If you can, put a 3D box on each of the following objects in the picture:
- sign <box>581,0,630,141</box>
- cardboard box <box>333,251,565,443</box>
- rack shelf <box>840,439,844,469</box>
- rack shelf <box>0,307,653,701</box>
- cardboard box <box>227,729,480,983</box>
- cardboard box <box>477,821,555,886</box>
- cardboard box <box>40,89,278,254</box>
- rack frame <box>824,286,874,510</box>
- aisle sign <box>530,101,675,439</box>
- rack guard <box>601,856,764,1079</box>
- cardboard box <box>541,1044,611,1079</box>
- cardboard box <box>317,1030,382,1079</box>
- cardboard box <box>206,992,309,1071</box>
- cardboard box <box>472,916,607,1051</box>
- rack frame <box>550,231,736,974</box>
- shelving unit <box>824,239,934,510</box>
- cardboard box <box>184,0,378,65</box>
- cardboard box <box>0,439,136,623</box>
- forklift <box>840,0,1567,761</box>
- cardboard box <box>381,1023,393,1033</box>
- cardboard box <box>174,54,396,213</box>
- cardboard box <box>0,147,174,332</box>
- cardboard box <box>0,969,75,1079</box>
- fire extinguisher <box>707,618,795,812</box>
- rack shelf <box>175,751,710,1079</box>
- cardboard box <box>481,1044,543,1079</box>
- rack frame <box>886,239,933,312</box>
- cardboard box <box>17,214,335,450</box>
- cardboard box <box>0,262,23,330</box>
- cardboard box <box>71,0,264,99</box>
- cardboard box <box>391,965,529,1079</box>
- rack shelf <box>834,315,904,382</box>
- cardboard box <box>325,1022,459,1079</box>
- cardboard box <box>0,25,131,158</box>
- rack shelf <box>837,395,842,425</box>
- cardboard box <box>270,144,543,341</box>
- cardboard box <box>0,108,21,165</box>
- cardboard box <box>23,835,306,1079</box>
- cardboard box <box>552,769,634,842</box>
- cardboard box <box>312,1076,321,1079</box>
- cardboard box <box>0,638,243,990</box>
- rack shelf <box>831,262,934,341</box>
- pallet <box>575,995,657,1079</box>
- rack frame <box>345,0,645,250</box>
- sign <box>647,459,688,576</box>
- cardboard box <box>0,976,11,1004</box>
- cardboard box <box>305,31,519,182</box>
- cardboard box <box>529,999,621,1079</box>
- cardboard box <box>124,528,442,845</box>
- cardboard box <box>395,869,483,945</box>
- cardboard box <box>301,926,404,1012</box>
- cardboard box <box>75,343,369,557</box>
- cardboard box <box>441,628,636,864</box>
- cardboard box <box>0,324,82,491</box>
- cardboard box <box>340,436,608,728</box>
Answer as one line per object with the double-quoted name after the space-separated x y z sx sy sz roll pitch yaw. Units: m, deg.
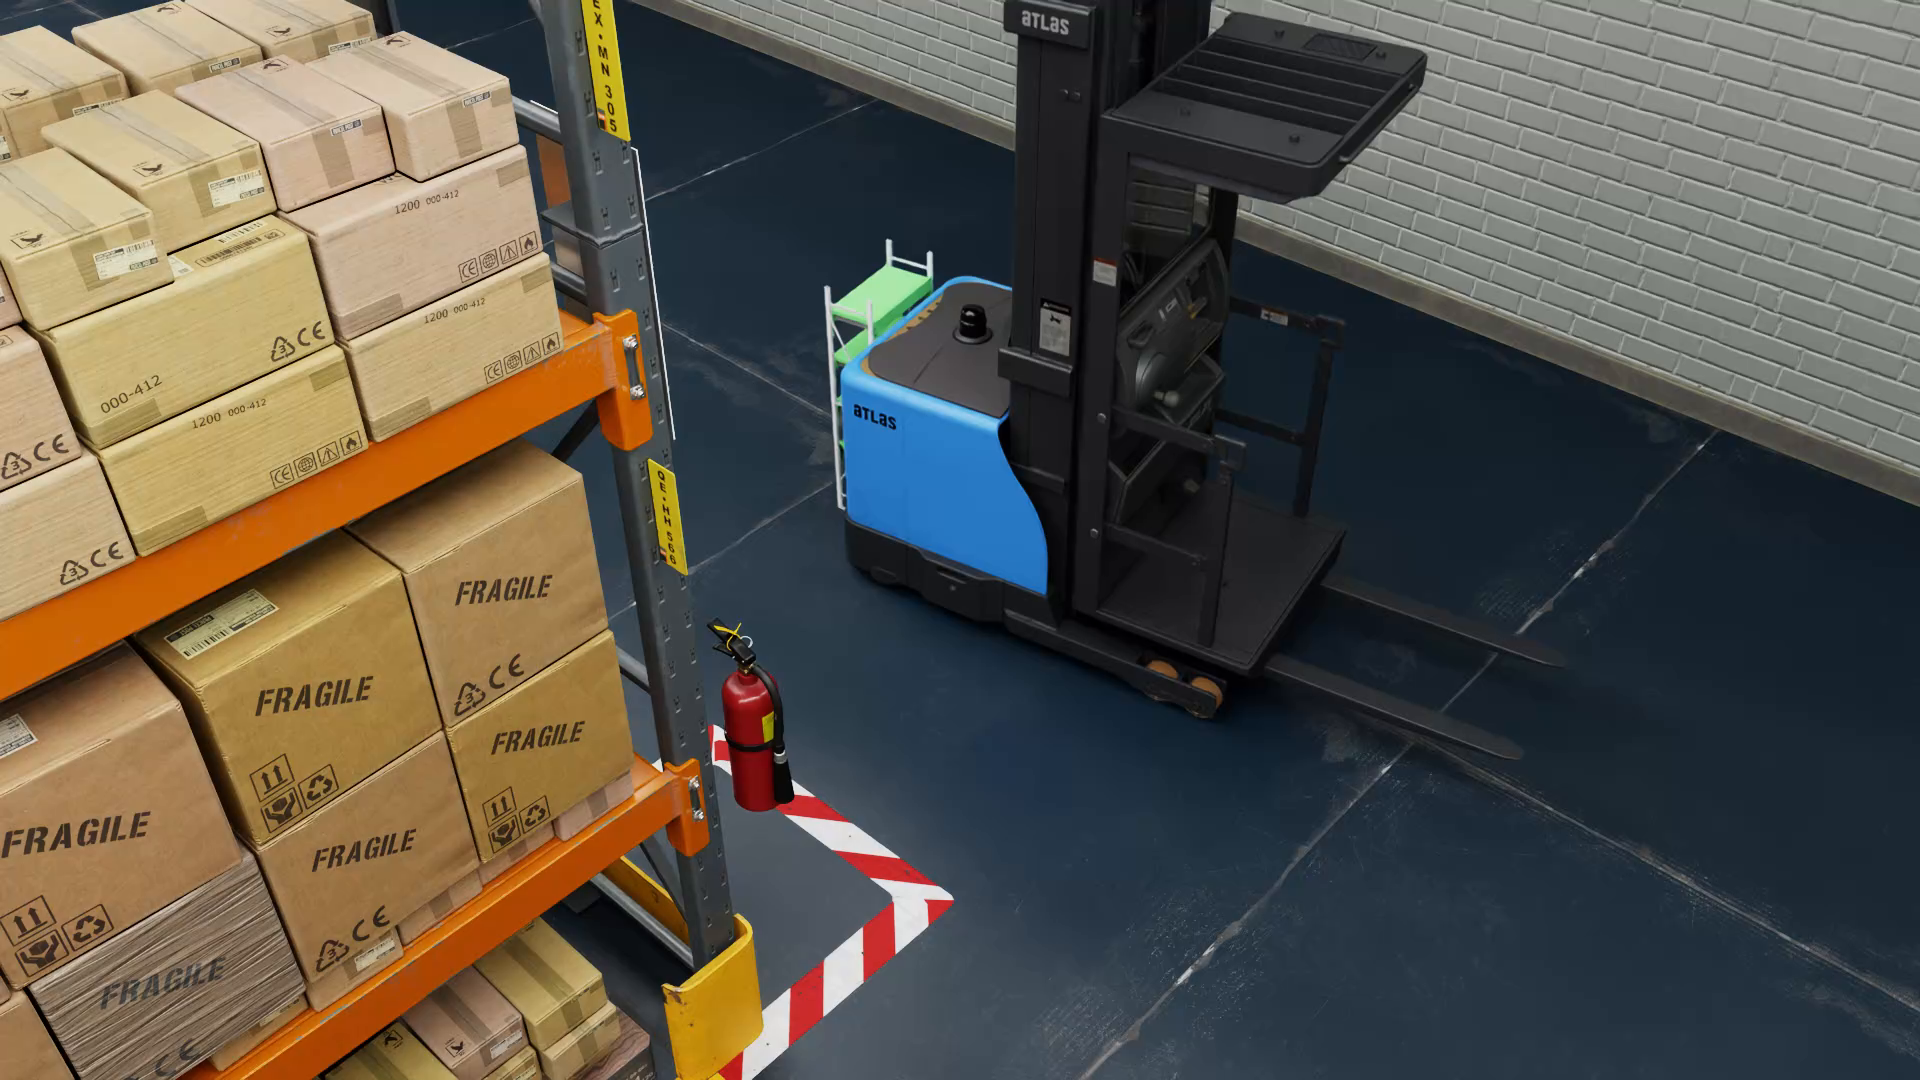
-0.742 -0.998 3.474 0.100 0.325 0.005 30 47 32 "sign"
-1.249 -0.515 3.699 0.500 0.250 0.500 29 47 31 "cardboard box"
-0.350 -0.482 7.879 0.258 0.148 0.480 20 43 24 "rack shelf"
-2.487 0.306 3.123 1.077 0.370 4.000 30 47 32 "rack shelf"
-1.602 0.673 4.174 0.500 0.500 0.500 29 47 31 "cardboard box"
-1.345 0.745 4.605 0.380 0.149 0.250 30 47 32 "cardboard box"
-1.556 -0.721 3.235 0.380 0.149 0.250 28 46 31 "cardboard box"
-0.478 -0.591 7.528 0.240 1.200 0.015 20 43 24 "rack frame"
-0.867 -0.645 4.063 0.394 0.787 0.004 30 47 32 "aisle sign"
-1.189 1.293 5.722 1.175 0.500 0.348 30 47 32 "rack guard"
-1.339 1.561 5.330 0.380 0.149 0.250 30 48 33 "cardboard box"
-2.007 1.500 5.168 0.380 0.149 0.250 30 47 32 "cardboard box"
-1.857 1.102 4.155 0.380 0.149 0.250 27 46 30 "cardboard box"
-1.308 1.348 5.120 0.380 0.149 0.250 30 47 32 "cardboard box"
-1.138 0.280 4.988 1.000 3.000 0.127 30 47 32 "rack frame"
-0.352 -0.721 7.691 0.258 1.200 0.503 20 43 24 "shelving unit"
-1.525 -1.134 3.754 0.380 0.149 0.250 29 47 32 "cardboard box"
-1.933 -0.056 3.120 0.500 0.250 0.500 32 48 34 "cardboard box"
1.010 -0.797 6.398 3.031 2.935 1.130 21 43 24 "forklift"
-1.844 1.492 5.416 0.380 0.149 0.250 29 47 32 "cardboard box"
-1.368 -0.830 3.372 0.380 0.149 0.250 30 48 32 "cardboard box"
-1.655 -0.554 3.025 0.380 0.149 0.250 30 48 32 "cardboard box"
-2.281 1.135 3.593 0.500 0.500 0.500 -32 48 -33 "cardboard box"
-0.627 0.534 5.030 0.296 0.674 0.183 30 47 32 "fire extinguisher"
-2.487 1.480 4.056 1.077 0.370 4.000 30 47 32 "rack shelf"
-1.499 1.575 5.074 0.380 0.149 0.250 28 47 31 "cardboard box"
-0.225 -0.850 7.854 0.240 1.200 0.015 20 43 24 "rack frame"
-1.605 -0.477 3.249 0.500 0.250 0.500 28 46 31 "cardboard box"
-1.870 -0.463 2.910 0.380 0.149 0.250 29 47 31 "cardboard box"
-1.710 -1.024 3.617 0.380 0.149 0.250 32 48 33 "cardboard box"
-1.520 1.439 5.005 0.380 0.149 0.250 31 48 33 "cardboard box"
-0.353 -0.859 7.582 0.258 0.148 0.480 20 43 24 "rack shelf"
-1.601 1.612 4.788 0.380 0.149 0.250 29 47 31 "cardboard box"
-1.947 -0.930 3.498 0.380 0.149 0.250 30 47 32 "cardboard box"
-0.352 -0.670 7.731 0.258 0.148 0.480 20 43 24 "rack shelf"
-1.261 -0.713 3.545 0.500 0.250 0.500 28 46 31 "cardboard box"
-2.111 -0.819 3.358 0.380 0.149 0.250 30 48 32 "cardboard box"
-1.937 0.910 3.876 0.500 0.500 0.500 30 47 32 "cardboard box"
-1.149 0.647 4.729 0.380 0.149 0.250 30 47 32 "cardboard box"
-1.822 1.704 4.672 0.380 0.149 0.250 28 46 30 "cardboard box"
-1.949 0.523 3.559 0.500 0.500 0.500 -32 48 -33 "cardboard box"
-0.354 -1.047 7.433 0.258 0.148 0.480 20 43 24 "rack shelf"
-1.763 1.765 5.361 1.003 0.211 1.213 30 47 32 "pallet"
-1.138 -2.068 3.121 1.000 3.000 0.127 30 47 32 "rack frame"
-0.742 -0.055 4.225 0.100 0.325 0.005 30 47 32 "sign"
-2.303 0.767 3.252 0.500 0.500 0.500 28 46 31 "cardboard box"
-1.145 -0.911 3.474 0.380 0.149 0.250 29 47 32 "cardboard box"
-1.283 1.477 5.196 0.380 0.149 0.250 28 46 31 "cardboard box"
-1.605 0.280 3.865 0.500 0.500 0.500 28 46 31 "cardboard box"
-1.503 0.867 4.452 0.380 0.149 0.250 29 47 31 "cardboard box"
-1.658 0.994 4.292 0.380 0.149 0.250 31 48 33 "cardboard box"
-1.588 -0.278 3.400 0.500 0.250 0.500 30 47 32 "cardboard box"
-1.251 0.439 4.469 0.500 0.500 0.500 31 48 33 "cardboard box"
-1.952 -0.243 2.954 0.500 0.250 0.500 30 48 32 "cardboard box"
-1.263 0.048 4.157 0.500 0.500 0.500 29 47 31 "cardboard box"
